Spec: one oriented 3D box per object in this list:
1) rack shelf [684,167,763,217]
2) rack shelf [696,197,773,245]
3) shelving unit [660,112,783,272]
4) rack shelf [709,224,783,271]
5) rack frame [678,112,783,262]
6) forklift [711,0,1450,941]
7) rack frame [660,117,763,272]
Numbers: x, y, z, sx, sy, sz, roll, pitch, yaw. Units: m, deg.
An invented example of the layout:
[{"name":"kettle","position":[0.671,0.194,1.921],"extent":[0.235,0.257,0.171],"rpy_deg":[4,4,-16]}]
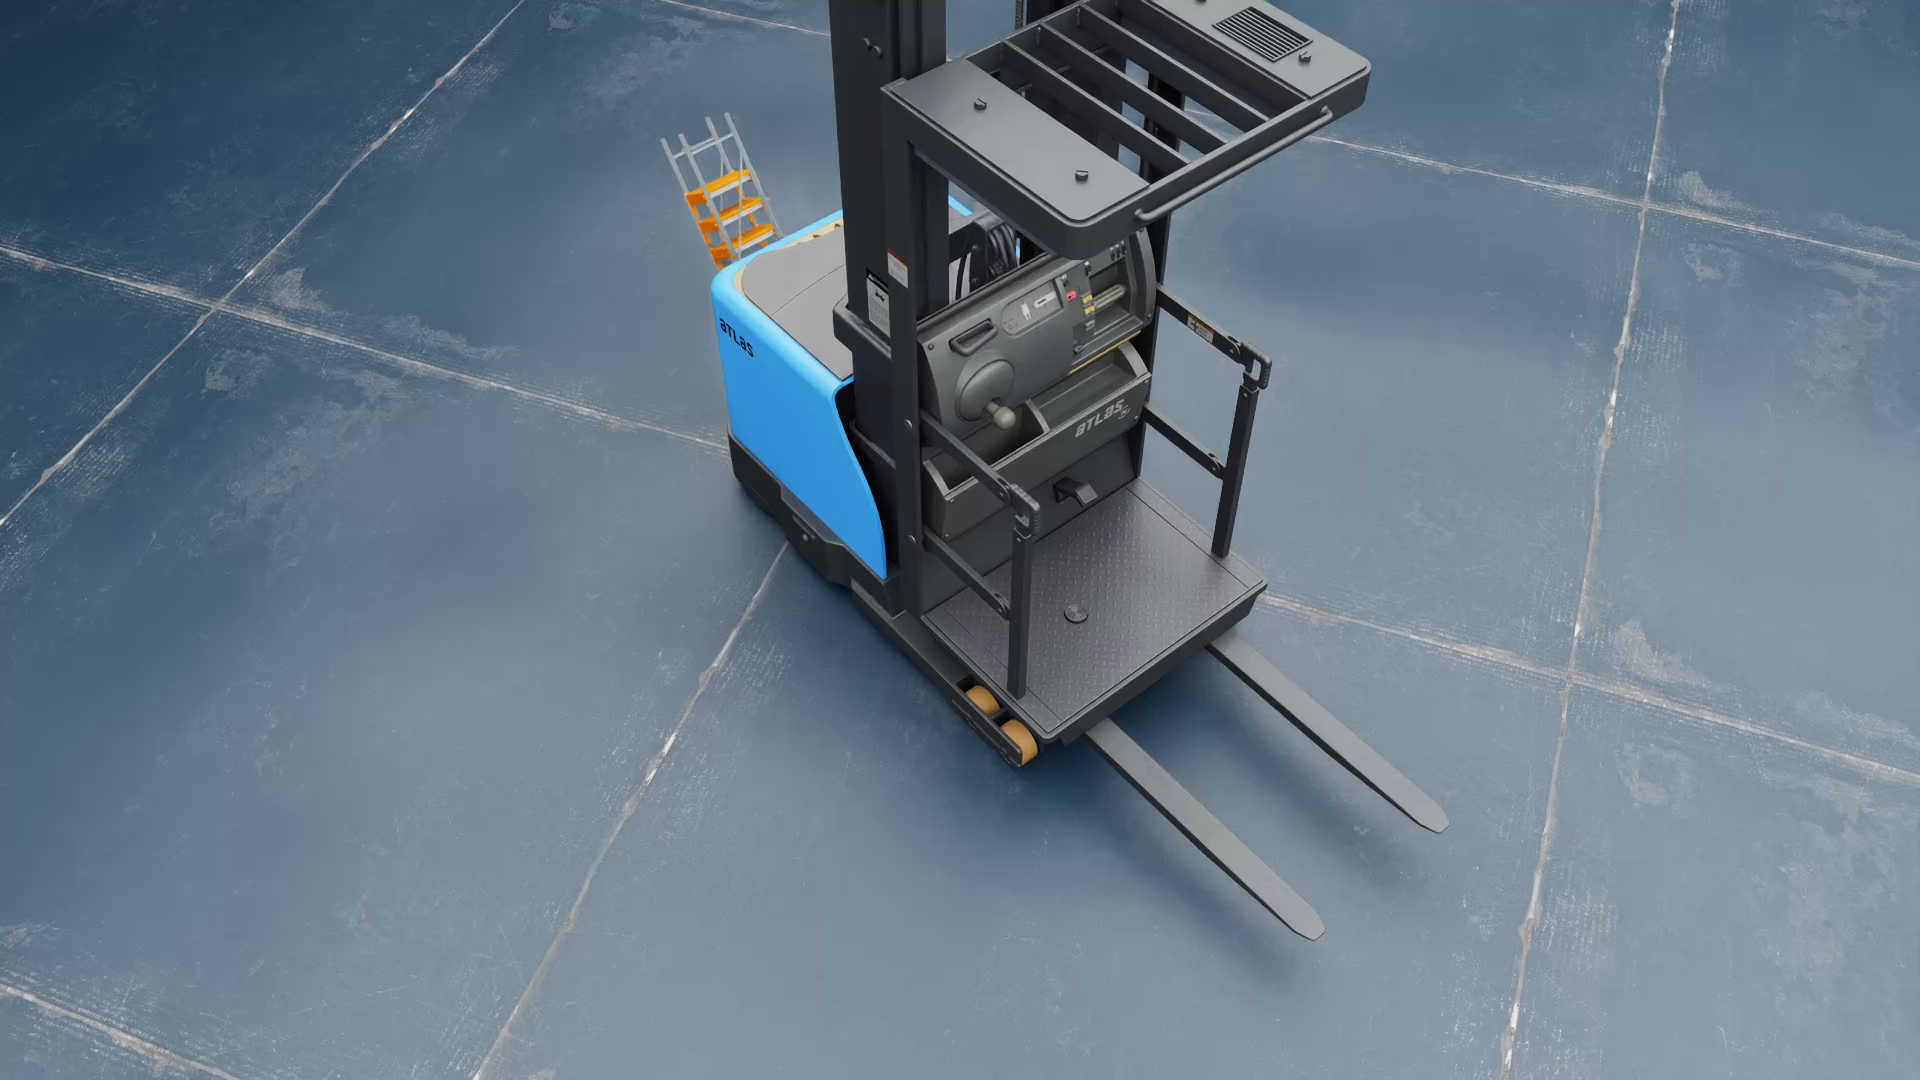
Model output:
[{"name":"rack shelf","position":[-0.963,-1.414,6.765],"extent":[0.258,0.103,0.180],"rpy_deg":[-33,23,-25]},{"name":"rack shelf","position":[-0.920,-1.311,6.807],"extent":[0.258,0.103,0.180],"rpy_deg":[-33,23,-25]},{"name":"shelving unit","position":[-0.848,-1.142,6.876],"extent":[0.258,1.200,0.189],"rpy_deg":[-33,23,-25]},{"name":"rack shelf","position":[-0.876,-1.207,6.849],"extent":[0.258,0.103,0.180],"rpy_deg":[-33,23,-25]},{"name":"rack frame","position":[-0.799,-1.132,6.799],"extent":[0.240,1.200,0.006],"rpy_deg":[-33,23,-25]},{"name":"forklift","position":[0.403,-0.593,5.191],"extent":[1.130,2.935,3.031],"rpy_deg":[-32,56,-25]},{"name":"rack frame","position":[-0.898,-1.152,6.952],"extent":[0.240,1.200,0.006],"rpy_deg":[-33,23,-25]}]
